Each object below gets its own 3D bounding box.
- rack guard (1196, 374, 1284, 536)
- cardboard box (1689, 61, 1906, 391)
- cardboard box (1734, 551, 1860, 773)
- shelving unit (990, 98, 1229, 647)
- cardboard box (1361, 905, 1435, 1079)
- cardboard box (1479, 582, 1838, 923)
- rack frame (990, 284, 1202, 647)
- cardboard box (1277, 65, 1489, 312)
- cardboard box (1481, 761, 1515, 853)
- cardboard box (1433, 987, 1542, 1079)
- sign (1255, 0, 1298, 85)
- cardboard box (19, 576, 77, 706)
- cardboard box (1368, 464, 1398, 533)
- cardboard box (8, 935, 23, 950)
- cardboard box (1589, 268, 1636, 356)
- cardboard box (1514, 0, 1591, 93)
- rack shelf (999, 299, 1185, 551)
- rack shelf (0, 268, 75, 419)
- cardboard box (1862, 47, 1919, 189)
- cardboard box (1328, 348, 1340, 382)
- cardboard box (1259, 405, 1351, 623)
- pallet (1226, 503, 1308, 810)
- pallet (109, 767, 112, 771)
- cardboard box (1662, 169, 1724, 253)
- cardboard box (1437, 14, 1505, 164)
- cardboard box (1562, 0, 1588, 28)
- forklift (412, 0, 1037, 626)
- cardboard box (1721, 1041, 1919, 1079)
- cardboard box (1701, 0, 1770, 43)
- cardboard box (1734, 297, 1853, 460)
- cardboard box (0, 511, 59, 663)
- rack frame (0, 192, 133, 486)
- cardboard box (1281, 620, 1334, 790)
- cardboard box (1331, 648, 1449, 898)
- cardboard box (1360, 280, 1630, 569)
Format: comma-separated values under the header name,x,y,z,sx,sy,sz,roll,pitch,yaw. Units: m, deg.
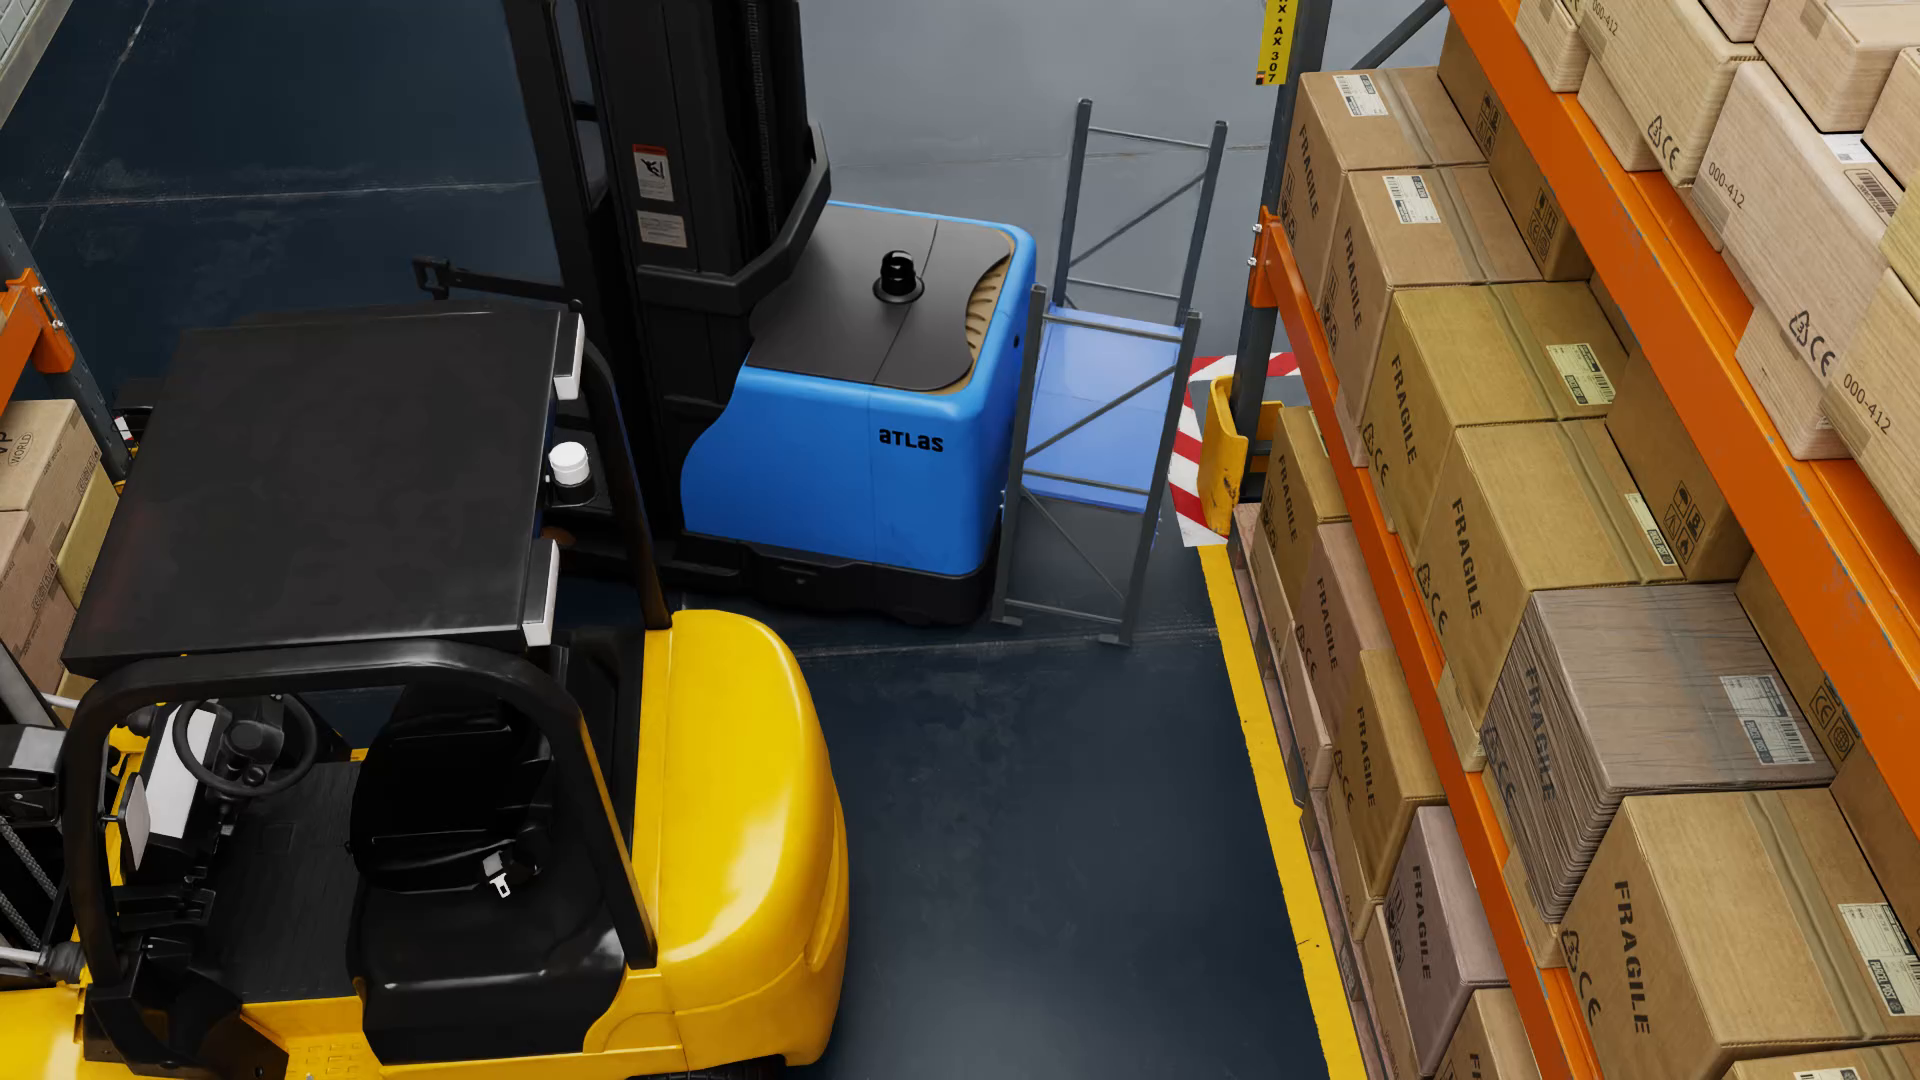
name,x,y,z,sx,sy,sz,roll,pitch,yaw
rack guard,1.510,-0.344,6.232,1.175,0.500,0.348,-3,47,-3
cardboard box,1.462,-0.485,2.476,0.500,0.250,0.500,-4,47,-4
cardboard box,1.982,0.088,3.139,0.700,0.500,0.500,-4,47,-4
shelving unit,0.499,-0.547,5.715,0.538,1.500,1.048,10,47,5
cardboard box,1.429,1.272,4.584,0.500,0.250,0.500,-3,47,-3
cardboard box,1.456,0.445,3.489,0.500,0.500,0.500,-2,47,-2
rack frame,0.405,-0.185,5.371,0.500,1.500,0.032,10,47,5
cardboard box,1.267,-1.036,4.891,0.500,0.500,0.500,-4,47,-4
cardboard box,1.428,0.586,3.802,0.380,0.149,0.250,-4,47,-4
cardboard box,1.478,1.399,3.947,0.500,0.500,0.500,-3,47,-3
sign,0.963,-1.523,5.030,0.100,0.325,0.005,-3,47,-3
cardboard box,-3.058,0.372,5.092,0.500,0.250,0.500,-4,47,-4
cardboard box,1.334,-0.164,4.512,0.380,0.149,0.250,-2,47,-2
cardboard box,-2.957,1.265,4.591,0.500,0.250,0.500,-2,47,-2
cardboard box,1.945,-0.653,3.840,0.700,0.500,0.500,-4,47,-4
cardboard box,1.320,-1.009,3.247,0.380,0.149,0.250,-3,47,-3
rack shelf,0.487,-0.426,5.847,0.538,0.185,1.000,10,47,5
rack shelf,-3.274,0.740,3.979,1.077,0.370,4.000,-3,47,-3
cardboard box,1.492,-0.553,2.265,0.380,0.149,0.250,-4,47,-4
cardboard box,1.303,-0.535,4.864,0.380,0.149,0.250,-5,47,-5
cardboard box,1.299,-0.098,5.365,0.500,0.500,0.500,-5,47,-5
pallet,1.543,0.345,5.778,1.003,0.211,1.213,-3,47,-3
pallet,-3.336,0.555,5.579,1.003,0.211,1.213,-3,47,-3
cardboard box,1.474,-0.644,2.901,0.380,0.149,0.250,-4,47,-4
cardboard box,1.764,-1.383,4.531,0.700,0.500,0.500,-5,47,-4
cardboard box,1.381,-1.223,3.175,0.500,0.250,0.500,-2,47,-2
forklift,-1.292,-1.262,5.426,3.031,2.935,1.130,9,47,9
cardboard box,1.554,1.192,2.781,0.500,0.500,0.500,-5,47,-4
cardboard box,1.370,-0.916,2.609,0.380,0.149,0.250,-3,47,-3
cardboard box,1.437,-0.265,2.542,0.380,0.149,0.250,-2,47,-2
cardboard box,-3.044,0.186,4.923,0.500,0.250,0.500,-3,47,-3
rack frame,-3.442,-0.954,5.088,1.000,3.000,0.127,-3,47,-3
cardboard box,1.331,0.513,5.303,0.500,0.250,0.500,-2,47,-2
cardboard box,1.381,0.644,4.663,0.500,0.500,0.500,-3,47,-3
cardboard box,1.358,-0.293,4.187,0.500,0.500,0.500,-4,47,-4
